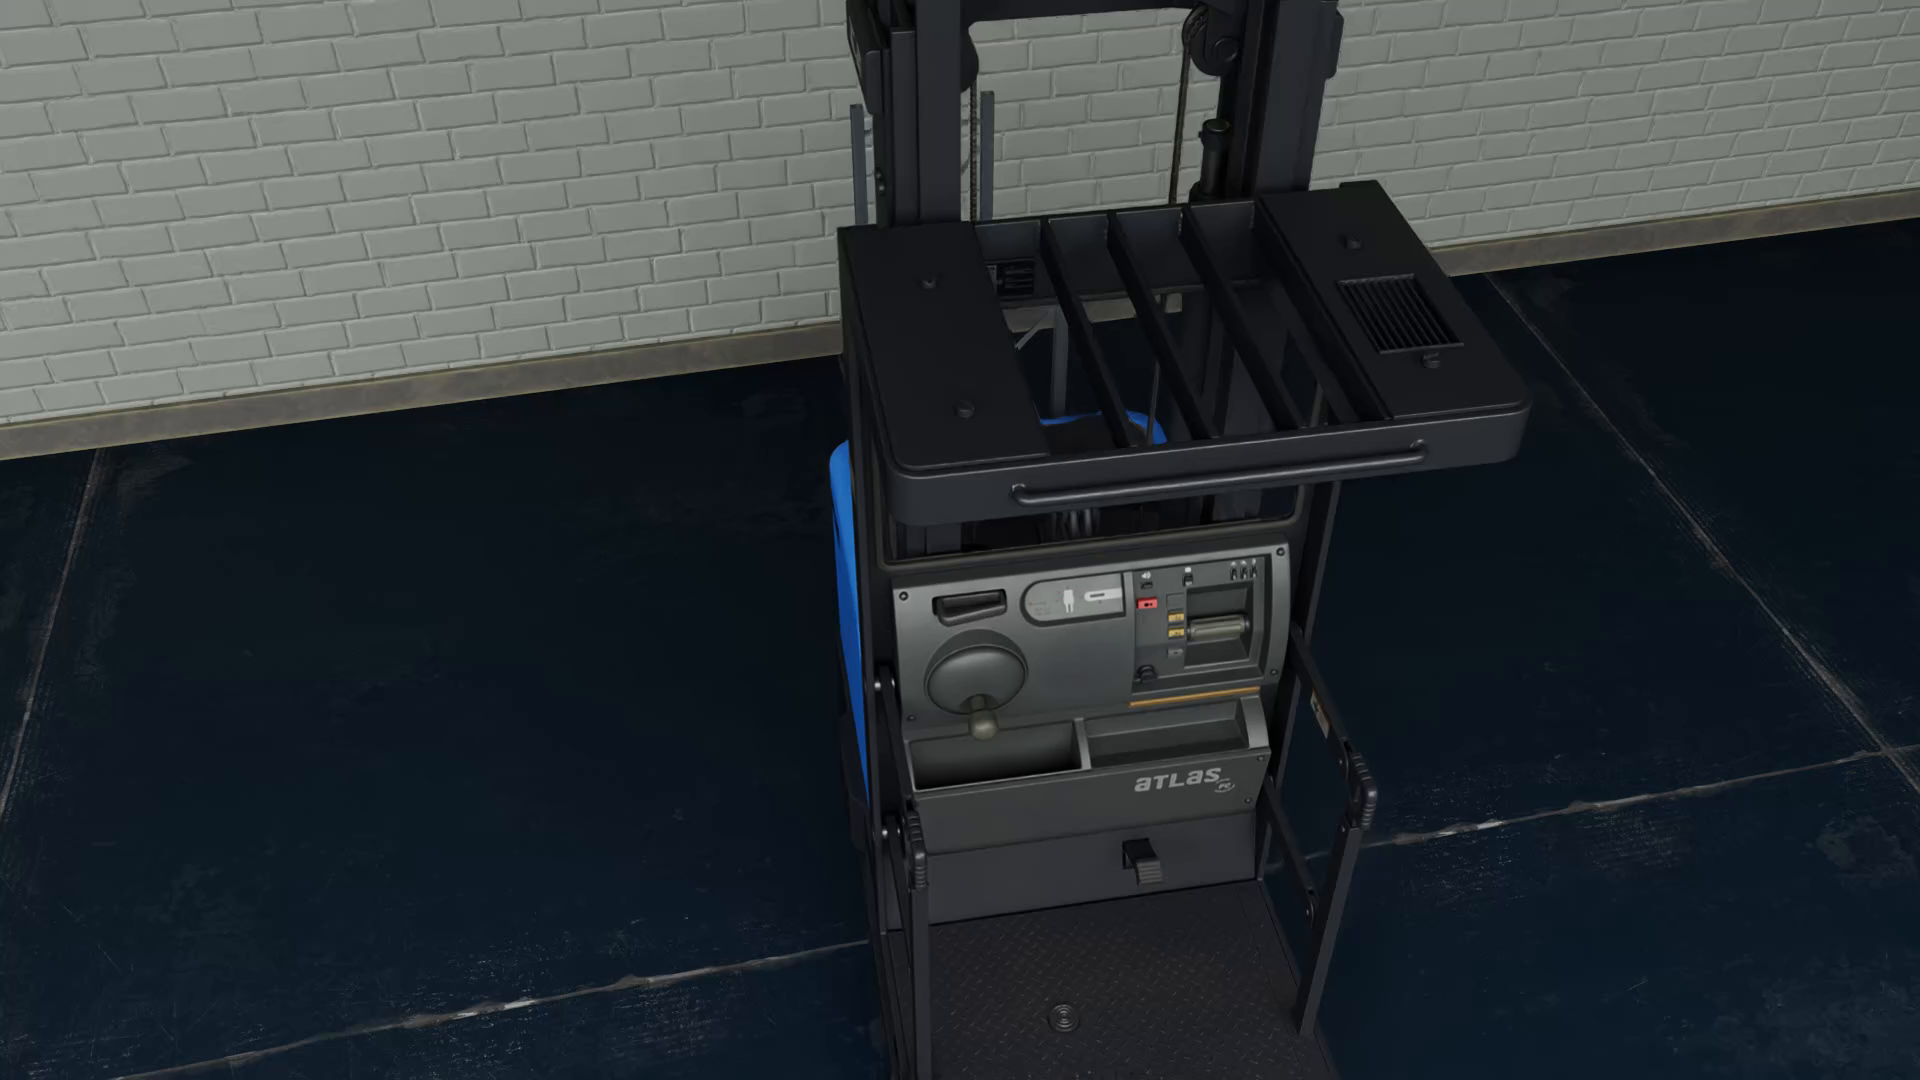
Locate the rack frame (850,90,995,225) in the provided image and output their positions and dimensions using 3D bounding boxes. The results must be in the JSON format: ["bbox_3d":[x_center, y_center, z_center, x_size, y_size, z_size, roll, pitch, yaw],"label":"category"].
[{"bbox_3d":[-0.128,-0.946,6.186,0.500,1.500,0.032,-8,42,-9],"label":"rack frame"}]

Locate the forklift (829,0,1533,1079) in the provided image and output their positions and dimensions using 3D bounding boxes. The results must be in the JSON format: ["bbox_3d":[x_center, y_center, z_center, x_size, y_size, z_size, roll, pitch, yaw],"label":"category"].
[{"bbox_3d":[0.350,0.310,3.693,1.130,2.935,3.031,-6,42,-7],"label":"forklift"}]

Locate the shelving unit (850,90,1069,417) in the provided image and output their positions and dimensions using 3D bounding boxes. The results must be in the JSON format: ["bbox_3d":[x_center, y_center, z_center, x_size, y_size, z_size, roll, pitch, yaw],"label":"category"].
[{"bbox_3d":[-0.018,-0.616,5.814,0.538,1.500,1.048,-8,42,-9],"label":"shelving unit"}]

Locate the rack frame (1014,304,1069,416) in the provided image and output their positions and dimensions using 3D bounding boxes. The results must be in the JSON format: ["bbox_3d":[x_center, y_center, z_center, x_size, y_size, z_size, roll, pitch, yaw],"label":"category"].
[{"bbox_3d":[0.091,-0.287,5.443,0.500,1.500,0.032,-8,42,-9],"label":"rack frame"}]

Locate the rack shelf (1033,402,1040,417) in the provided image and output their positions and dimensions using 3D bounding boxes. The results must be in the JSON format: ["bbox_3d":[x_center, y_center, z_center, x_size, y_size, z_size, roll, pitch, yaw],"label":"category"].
[{"bbox_3d":[-0.018,-0.482,5.934,0.538,0.185,1.000,-8,42,-9],"label":"rack shelf"}]
